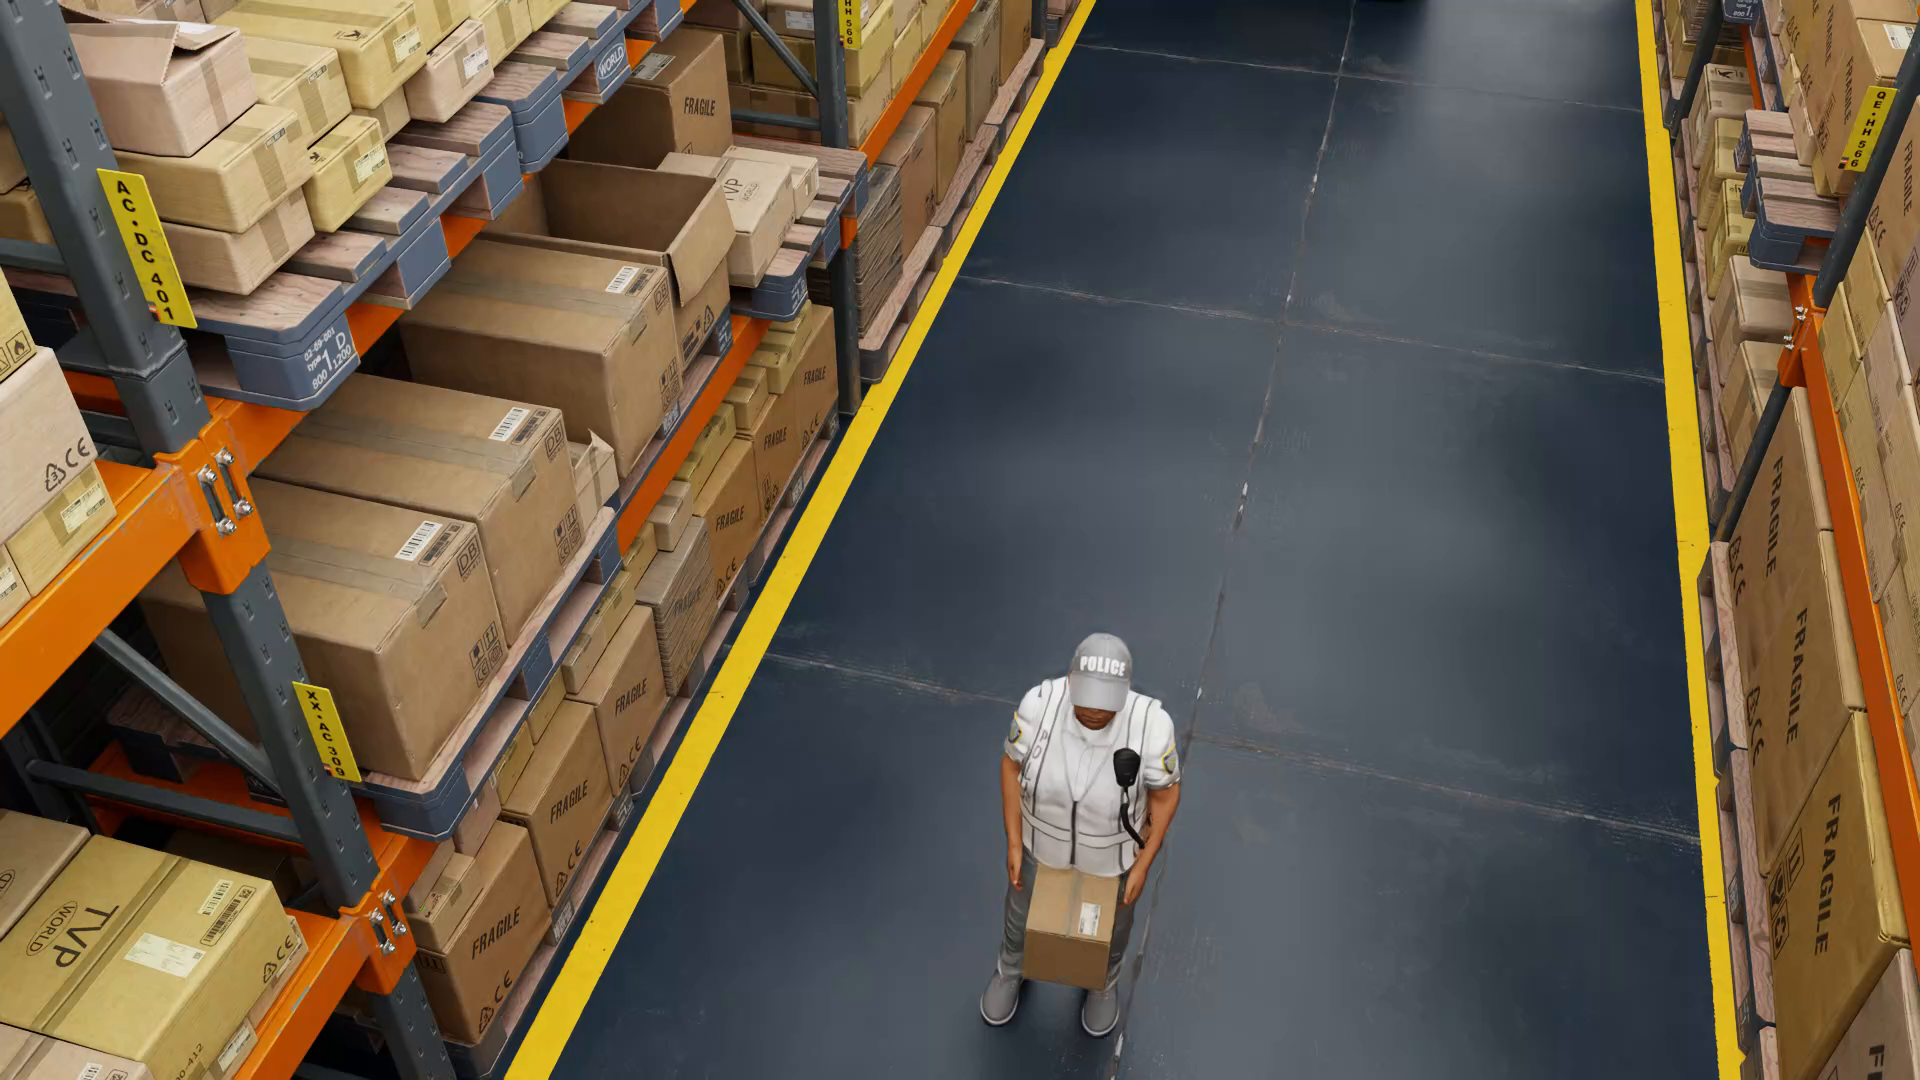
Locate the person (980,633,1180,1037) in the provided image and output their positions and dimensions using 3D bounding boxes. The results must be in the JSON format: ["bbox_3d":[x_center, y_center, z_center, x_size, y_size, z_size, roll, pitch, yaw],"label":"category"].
[{"bbox_3d":[0.370,0.921,5.101,0.562,1.667,0.423,10,42,11],"label":"person"}]
